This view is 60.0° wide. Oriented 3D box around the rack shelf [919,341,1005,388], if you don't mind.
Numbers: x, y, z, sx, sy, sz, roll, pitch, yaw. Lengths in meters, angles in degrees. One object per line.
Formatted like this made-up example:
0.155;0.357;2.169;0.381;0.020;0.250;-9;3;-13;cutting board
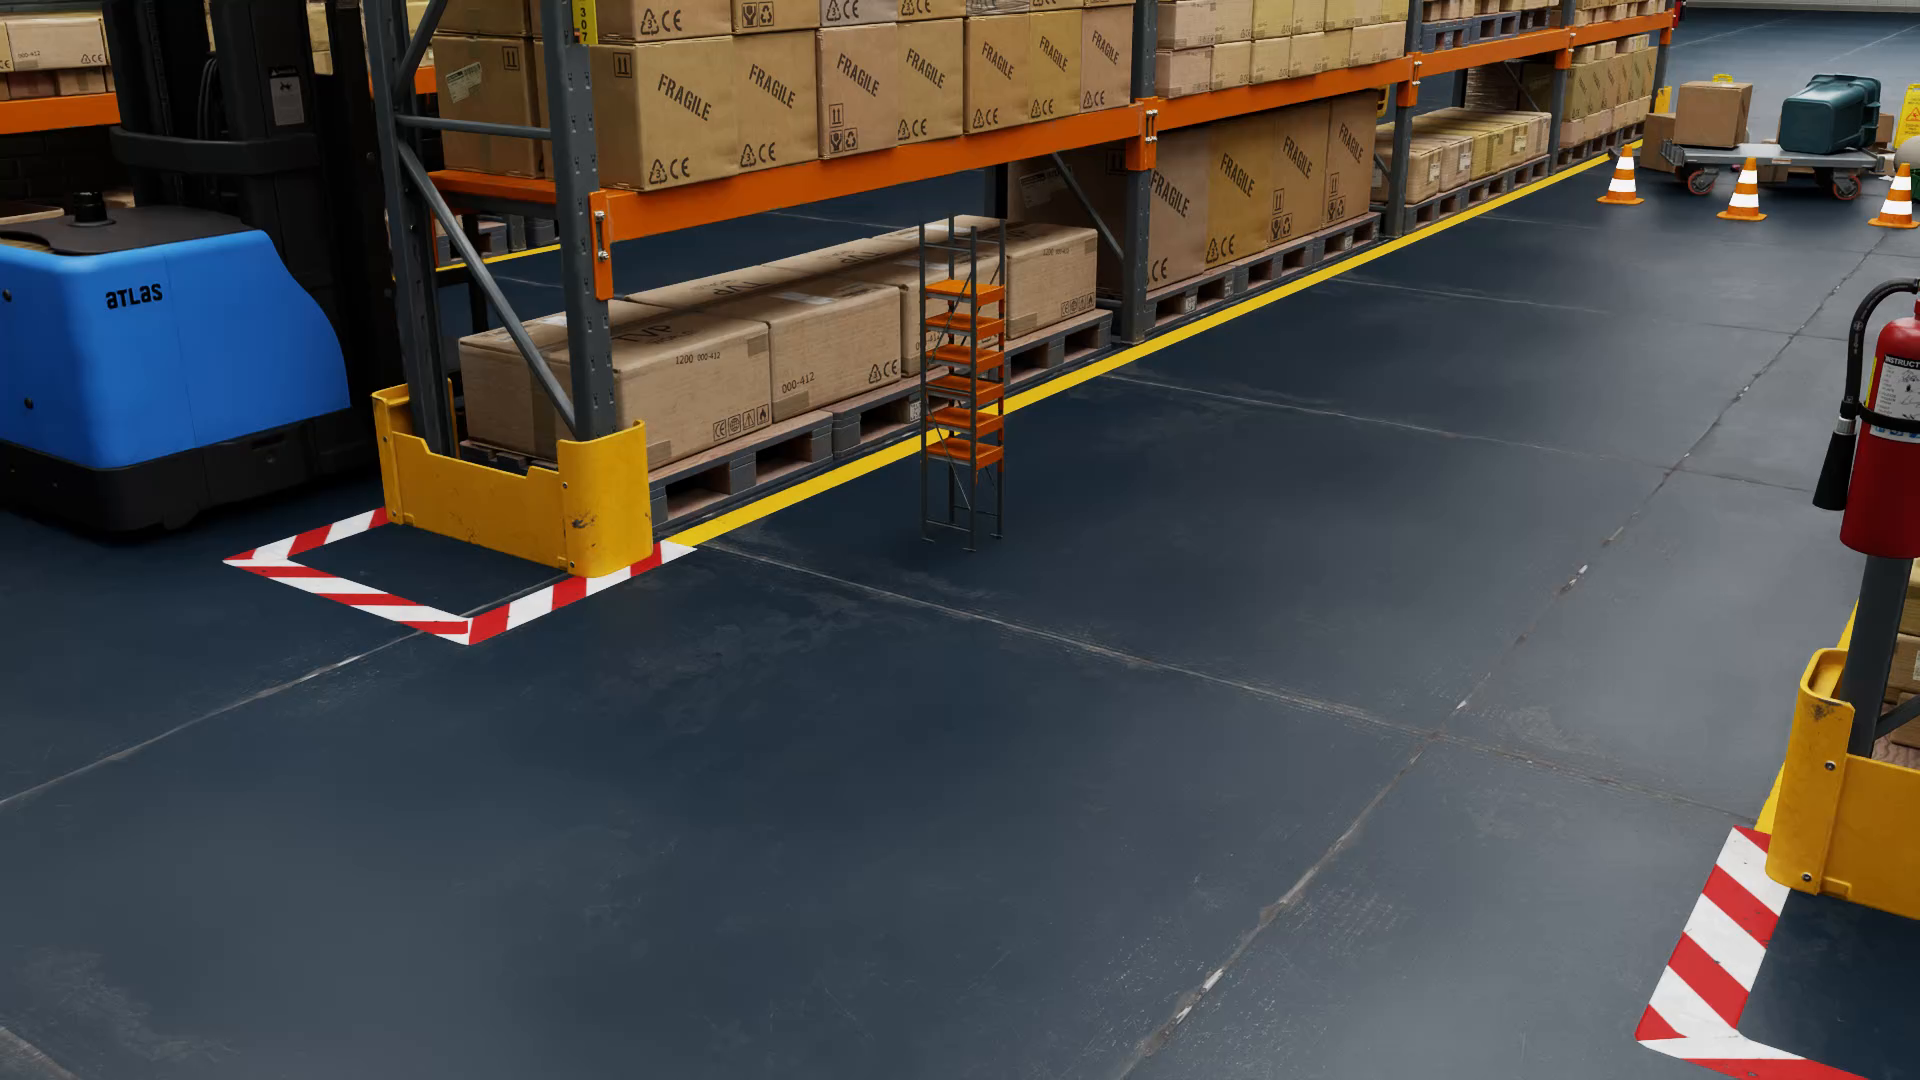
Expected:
0.008;-0.638;6.042;0.258;0.103;0.180;13;24;32;rack shelf

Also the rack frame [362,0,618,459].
-1.671;-1.432;5.814;1.000;3.000;0.127;13;24;32;rack frame

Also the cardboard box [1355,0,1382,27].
2.479;-3.556;11.049;0.500;0.250;0.500;13;24;30;cardboard box

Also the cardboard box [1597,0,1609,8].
5.816;-5.282;15.649;0.500;0.500;0.500;13;24;32;cardboard box

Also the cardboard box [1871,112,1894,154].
8.430;-3.855;15.960;0.797;0.503;0.637;-2;20;-5;cardboard box

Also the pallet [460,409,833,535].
-1.286;-0.369;6.959;1.003;0.211;1.213;13;24;32;pallet

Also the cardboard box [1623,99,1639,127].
6.794;-4.499;17.462;0.500;0.250;0.500;13;24;32;cardboard box

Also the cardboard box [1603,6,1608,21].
6.032;-5.097;16.083;0.380;0.149;0.250;13;24;32;cardboard box

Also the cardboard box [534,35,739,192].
-1.163;-1.561;6.017;0.500;0.500;0.500;13;24;31;cardboard box

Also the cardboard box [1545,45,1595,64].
5.750;-4.580;15.664;0.380;0.149;0.250;14;24;33;cardboard box

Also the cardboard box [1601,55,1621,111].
6.214;-4.555;16.534;0.500;0.500;0.500;15;25;35;cardboard box

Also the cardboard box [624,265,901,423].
-0.875;-0.901;7.464;0.875;0.438;0.875;14;25;33;cardboard box

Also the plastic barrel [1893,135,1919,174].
8.595;-3.355;14.726;0.421;0.421;0.512;-6;21;-15;plastic barrel

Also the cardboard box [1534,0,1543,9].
4.736;-4.600;14.134;0.380;0.149;0.250;13;24;31;cardboard box

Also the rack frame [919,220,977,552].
-0.043;-0.541;5.997;0.240;1.200;0.006;13;24;32;rack frame

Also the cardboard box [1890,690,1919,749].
2.603;0.452;4.222;0.380;0.149;0.250;14;24;33;cardboard box

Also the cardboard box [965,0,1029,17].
-0.029;-2.615;7.425;0.500;0.500;0.500;14;24;33;cardboard box

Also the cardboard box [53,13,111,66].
-4.735;-2.837;9.398;0.500;0.250;0.500;13;24;31;cardboard box

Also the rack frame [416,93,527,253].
-3.529;-3.547;11.531;1.000;3.000;0.127;13;24;32;rack frame

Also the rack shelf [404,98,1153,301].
-0.546;-1.669;7.490;1.077;0.370;4.000;13;24;32;rack shelf

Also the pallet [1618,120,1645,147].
6.795;-4.467;18.038;1.003;0.211;1.213;13;24;32;pallet

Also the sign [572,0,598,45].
-1.215;-1.766;5.353;0.100;0.325;0.005;13;24;32;sign

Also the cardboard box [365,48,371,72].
-3.924;-3.060;10.577;0.380;0.149;0.250;14;24;33;cardboard box

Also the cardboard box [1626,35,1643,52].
6.794;-5.116;17.114;0.380;0.149;0.250;14;24;33;cardboard box

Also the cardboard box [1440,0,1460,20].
3.542;-4.008;12.533;0.380;0.149;0.250;12;23;28;cardboard box

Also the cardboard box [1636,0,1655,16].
6.958;-5.513;17.207;0.380;0.149;0.250;14;24;33;cardboard box

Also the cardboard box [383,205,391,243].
-3.800;-2.142;11.068;0.396;0.266;0.258;14;25;34;cardboard box

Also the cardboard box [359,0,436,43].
-3.614;-3.423;10.981;0.500;0.250;0.500;14;24;33;cardboard box

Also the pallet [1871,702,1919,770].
3.009;0.564;4.437;1.003;0.211;1.213;13;24;32;pallet

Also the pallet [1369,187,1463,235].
3.267;-2.644;13.108;1.003;0.211;1.213;13;24;32;pallet

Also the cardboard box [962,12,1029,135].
-0.027;-2.148;7.605;0.500;0.500;0.500;13;24;31;cardboard box

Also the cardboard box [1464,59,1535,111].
5.186;-4.357;15.996;0.500;0.500;0.500;13;24;31;cardboard box

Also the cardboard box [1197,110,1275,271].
1.362;-2.235;10.440;0.875;0.875;0.875;14;25;33;cardboard box

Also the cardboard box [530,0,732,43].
-1.165;-2.030;5.845;0.500;0.500;0.500;13;24;31;cardboard box

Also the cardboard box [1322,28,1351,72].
2.186;-3.171;10.729;0.500;0.250;0.500;13;24;31;cardboard box

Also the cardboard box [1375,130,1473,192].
3.560;-3.066;13.412;0.950;0.372;0.625;13;24;31;cardboard box

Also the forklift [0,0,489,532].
-2.674;-1.860;7.068;1.130;2.935;3.031;13;24;32;forklift

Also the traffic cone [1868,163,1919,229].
7.223;-2.659;12.786;0.336;0.463;0.334;13;24;32;traffic cone

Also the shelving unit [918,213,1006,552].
0.008;-0.567;6.068;0.258;1.200;0.189;13;24;32;shelving unit

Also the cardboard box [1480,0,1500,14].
4.112;-4.318;13.372;0.380;0.149;0.250;14;25;33;cardboard box

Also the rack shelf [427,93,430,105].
-2.405;-3.783;13.207;1.077;0.370;4.000;13;24;32;rack shelf

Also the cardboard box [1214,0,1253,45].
1.328;-2.971;9.468;0.500;0.250;0.500;14;24;33;cardboard box

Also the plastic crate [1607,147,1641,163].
6.636;-3.797;16.414;0.402;0.080;0.583;5;21;13;plastic crate

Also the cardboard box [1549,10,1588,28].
5.517;-4.785;15.241;0.380;0.149;0.250;13;24;32;cardboard box

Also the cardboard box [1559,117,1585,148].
5.630;-3.899;15.841;0.500;0.250;0.500;12;23;29;cardboard box

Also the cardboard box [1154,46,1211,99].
1.044;-2.585;9.145;0.500;0.250;0.500;13;24;31;cardboard box

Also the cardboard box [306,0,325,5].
-4.307;-3.382;10.870;0.500;0.250;0.500;13;24;31;cardboard box

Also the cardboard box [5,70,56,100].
-5.143;-2.487;9.026;0.380;0.149;0.250;13;24;31;cardboard box

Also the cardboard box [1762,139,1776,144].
8.258;-3.916;16.638;0.250;0.149;0.380;-10;22;-24;cardboard box

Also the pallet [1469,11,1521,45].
3.905;-4.214;13.609;1.003;0.211;1.213;13;24;32;pallet
